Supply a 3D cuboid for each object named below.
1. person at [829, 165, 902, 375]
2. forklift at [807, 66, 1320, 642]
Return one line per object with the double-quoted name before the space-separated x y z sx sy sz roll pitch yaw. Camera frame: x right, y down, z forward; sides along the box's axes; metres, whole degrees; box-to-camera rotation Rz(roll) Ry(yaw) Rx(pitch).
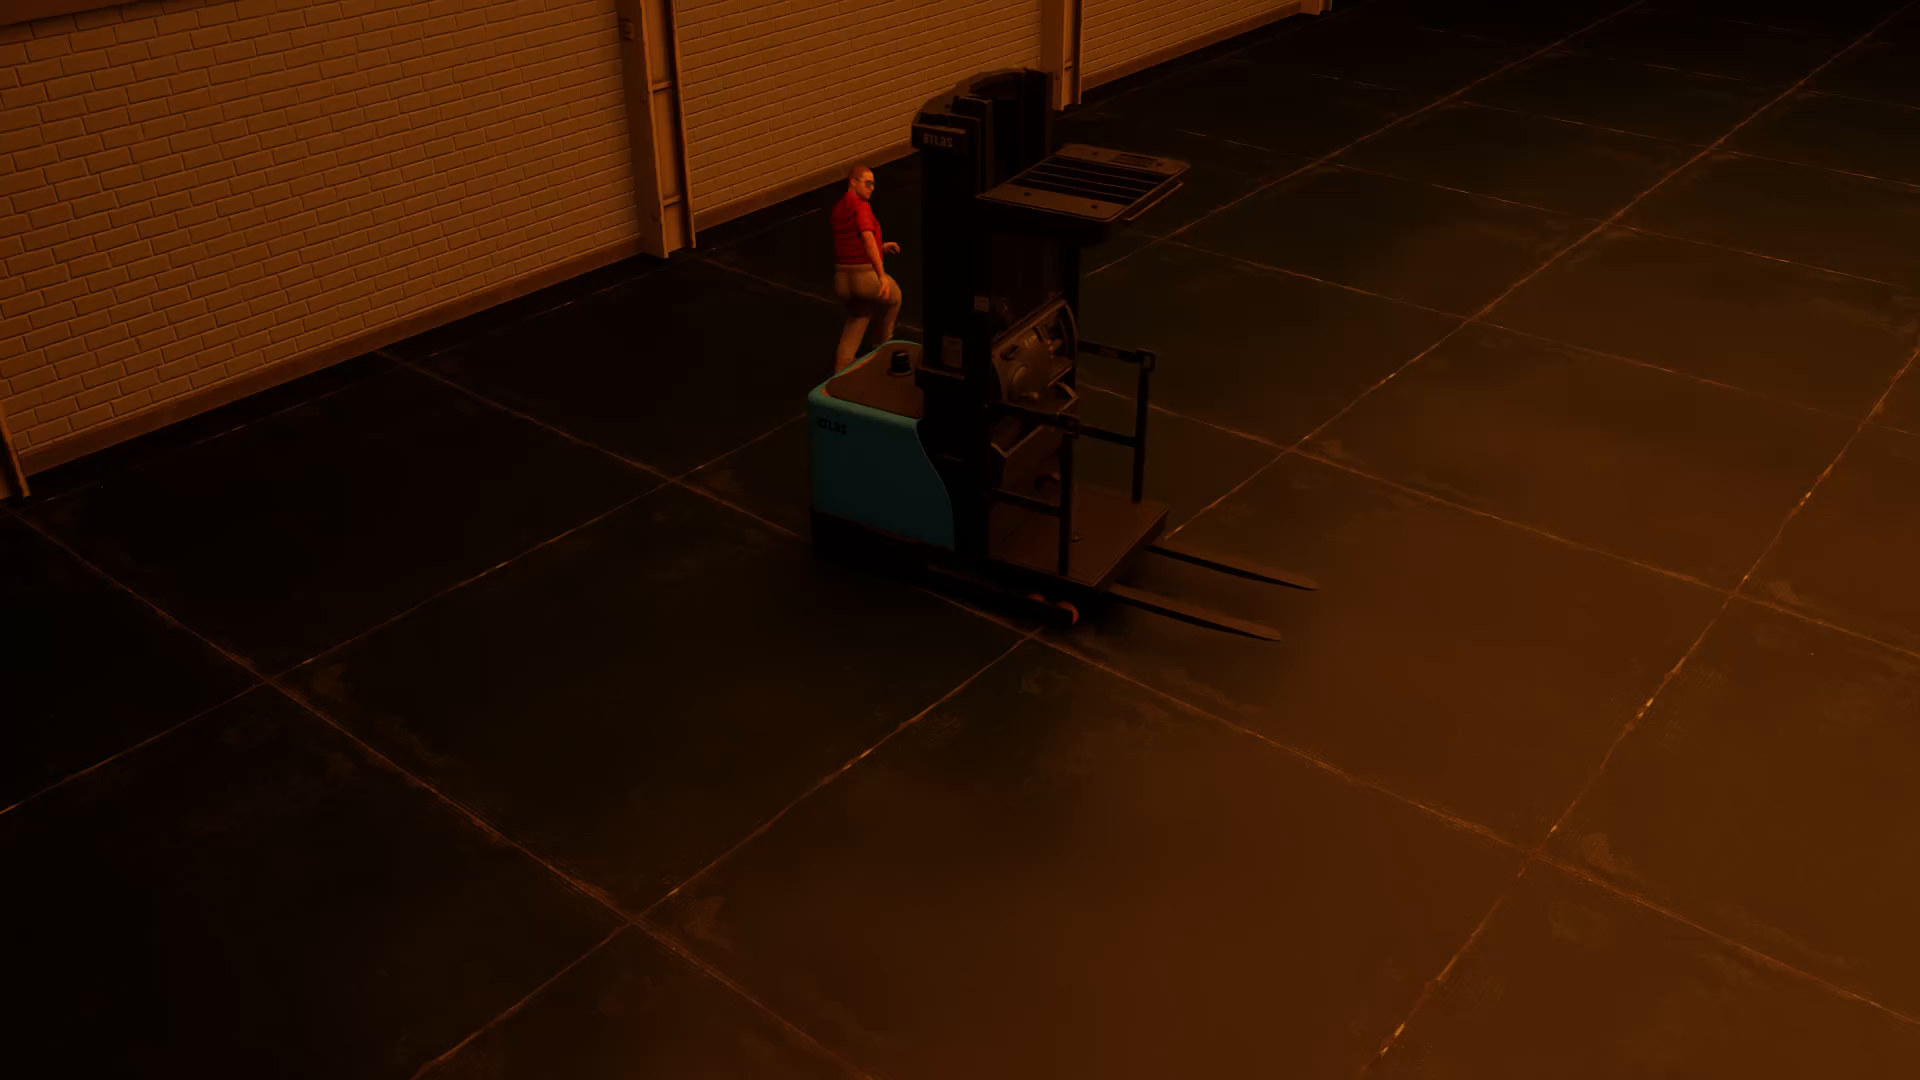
"person" -0.621 -2.004 12.411 0.774 1.560 0.797 21 36 31
"forklift" 0.608 -1.049 9.390 3.031 2.935 1.130 16 34 26
